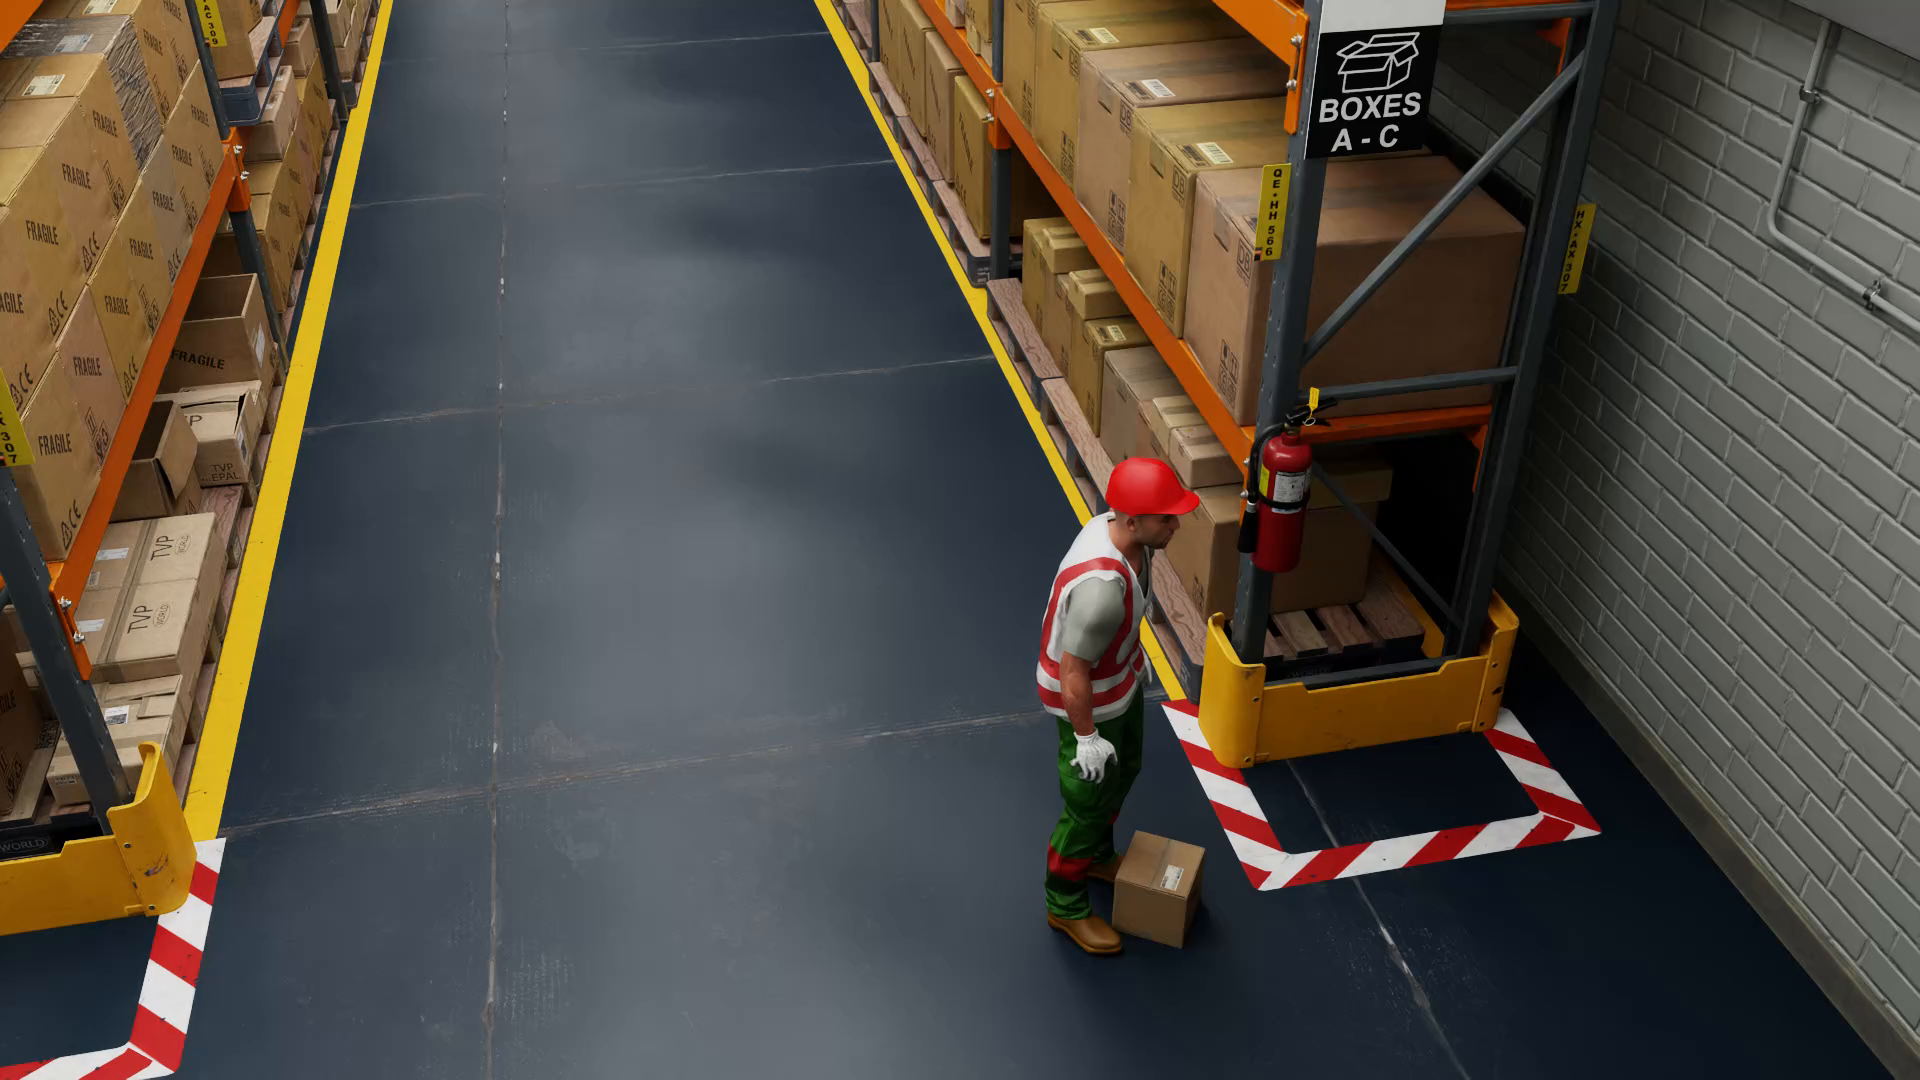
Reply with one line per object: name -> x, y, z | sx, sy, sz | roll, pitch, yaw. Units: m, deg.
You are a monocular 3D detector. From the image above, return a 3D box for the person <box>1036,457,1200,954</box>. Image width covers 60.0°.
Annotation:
person -> 0.485, 0.505, 5.381 | 0.451, 1.779, 0.618 | 13, 36, 18
